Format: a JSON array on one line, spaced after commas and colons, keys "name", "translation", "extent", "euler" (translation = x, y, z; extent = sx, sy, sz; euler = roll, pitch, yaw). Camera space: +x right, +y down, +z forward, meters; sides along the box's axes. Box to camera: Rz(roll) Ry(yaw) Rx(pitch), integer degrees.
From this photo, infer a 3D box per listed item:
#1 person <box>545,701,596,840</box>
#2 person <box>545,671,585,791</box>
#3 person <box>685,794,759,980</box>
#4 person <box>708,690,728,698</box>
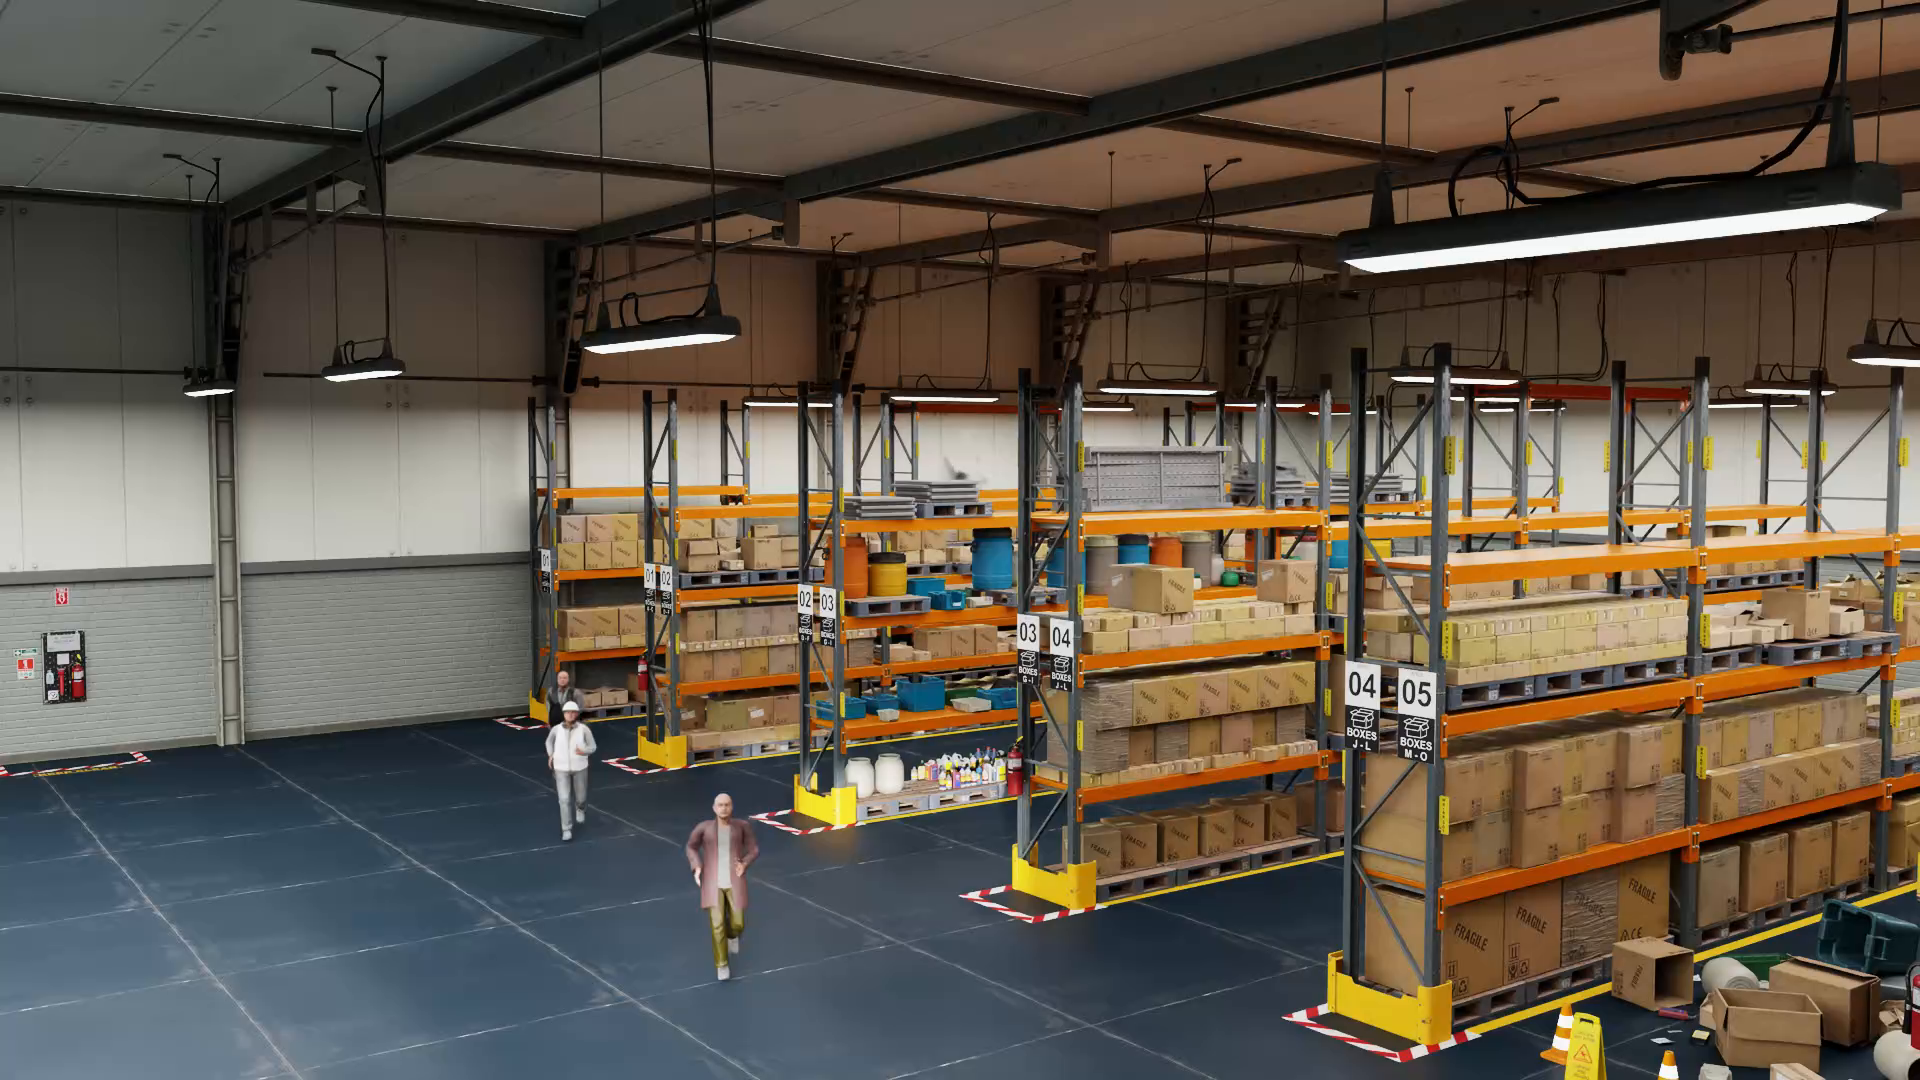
[{"name": "person", "translation": [-5.103, 2.991, 21.805], "extent": [0.667, 1.750, 0.919], "euler": [-1, 3, -10]}, {"name": "person", "translation": [-5.942, 2.832, 25.025], "extent": [0.608, 1.755, 0.903], "euler": [-1, 3, -8]}, {"name": "person", "translation": [-2.314, 3.336, 16.204], "extent": [0.716, 1.736, 0.833], "euler": [-1, 3, -11]}, {"name": "person", "translation": [-4.255, 2.619, 29.407], "extent": [0.607, 1.640, 0.849], "euler": [3, 5, 42]}]
